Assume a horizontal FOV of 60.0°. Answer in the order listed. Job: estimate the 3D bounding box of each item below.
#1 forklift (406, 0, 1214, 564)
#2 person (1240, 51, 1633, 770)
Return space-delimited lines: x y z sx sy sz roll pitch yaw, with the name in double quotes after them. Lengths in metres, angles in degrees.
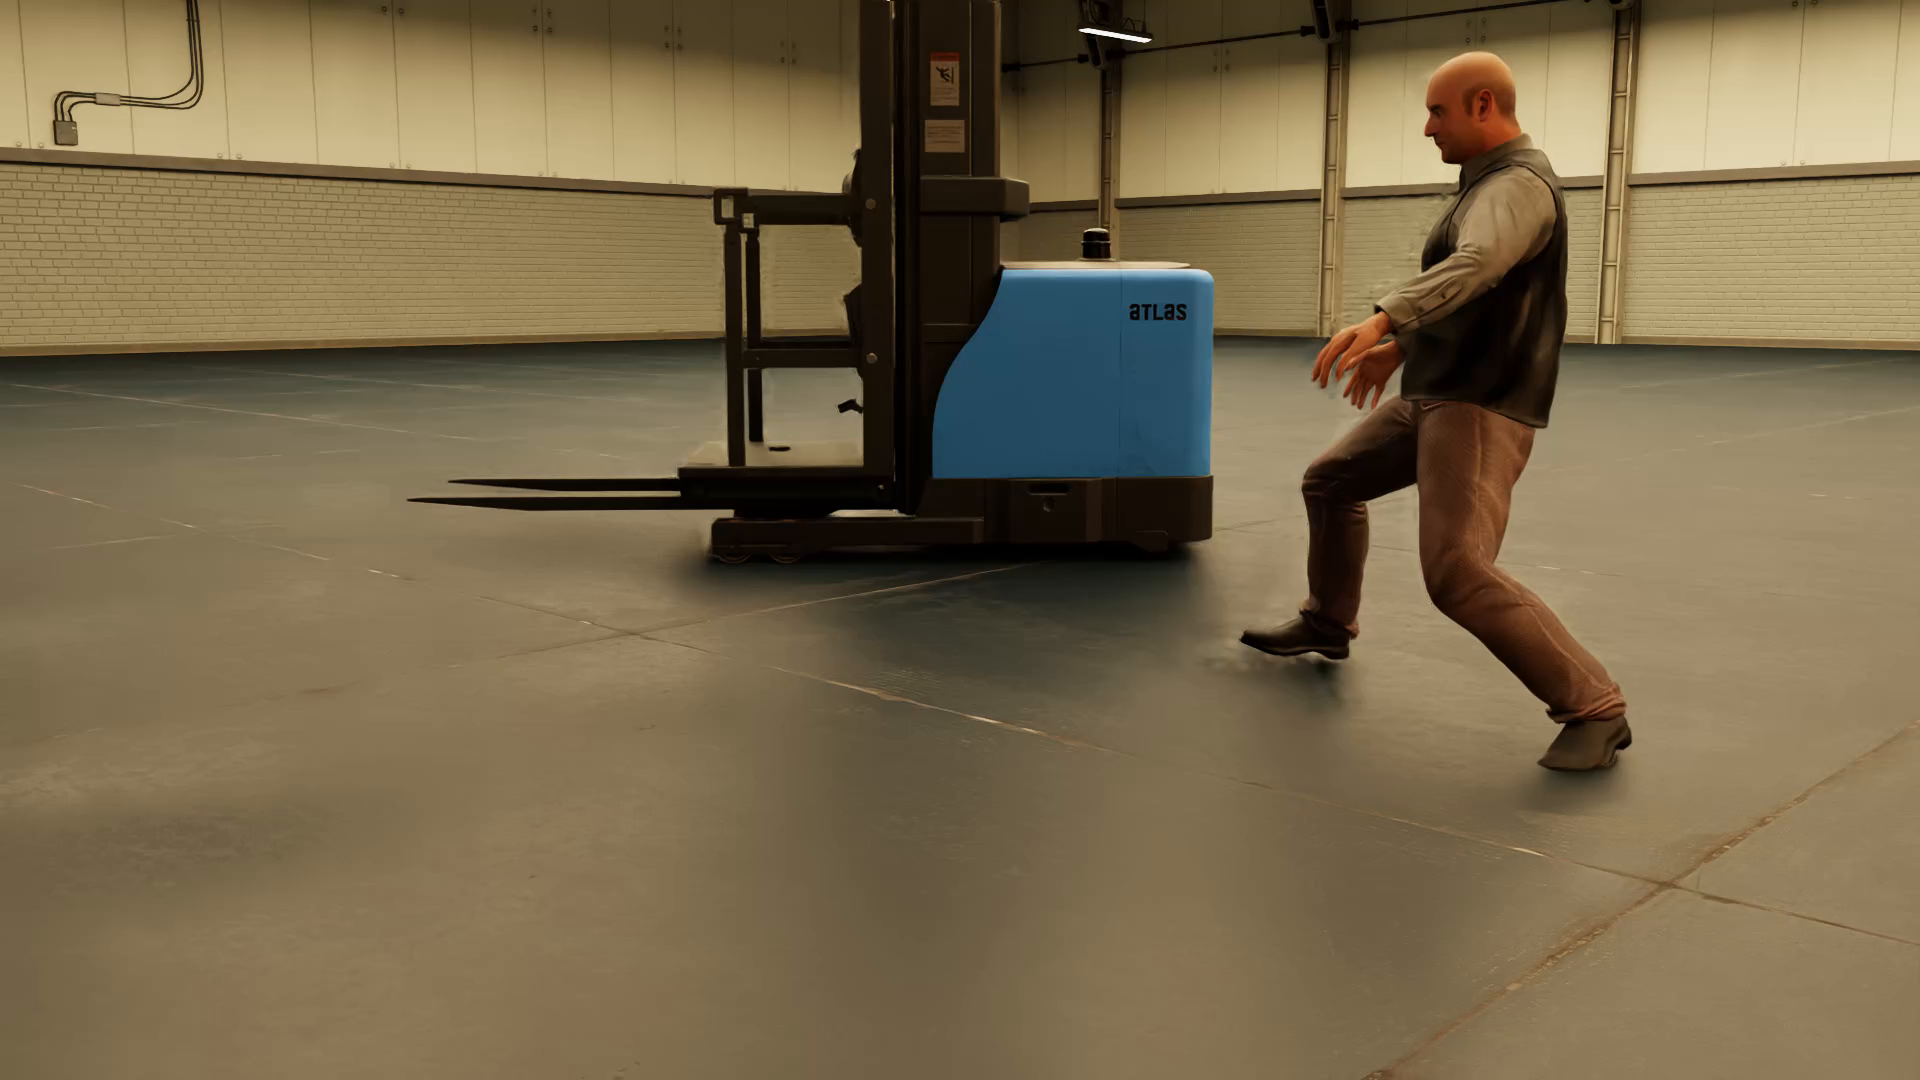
-0.580 -1.442 6.449 3.031 2.935 1.130 0 9 -3 "forklift"
1.107 -0.340 3.933 0.913 1.576 0.996 2 9 14 "person"
